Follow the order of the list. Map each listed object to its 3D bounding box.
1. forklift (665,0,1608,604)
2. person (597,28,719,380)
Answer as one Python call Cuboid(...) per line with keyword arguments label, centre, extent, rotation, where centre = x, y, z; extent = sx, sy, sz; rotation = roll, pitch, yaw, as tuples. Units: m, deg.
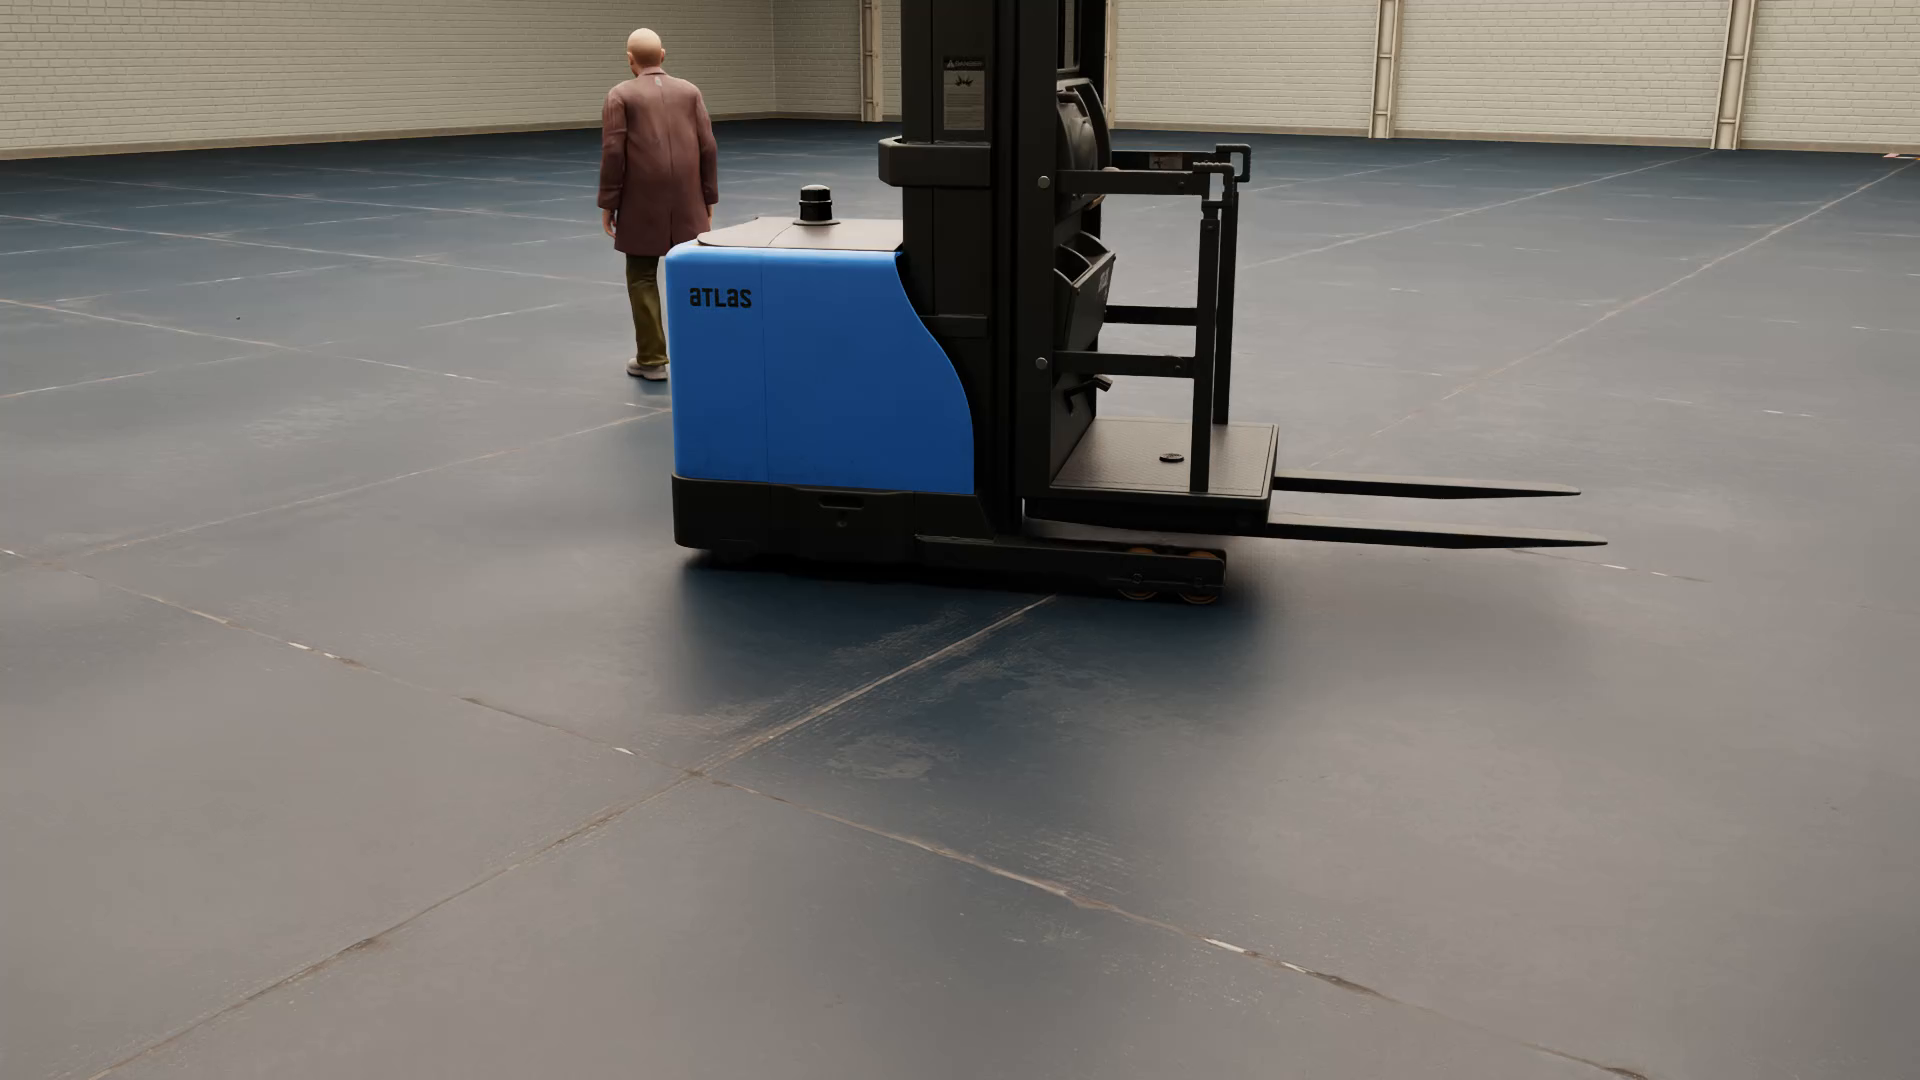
Cuboid(label="forklift", centre=(0.595, -1.367, 5.404), extent=(3.031, 2.935, 1.130), rotation=(4, 17, 12))
Cuboid(label="person", centre=(-1.565, -1.733, 8.648), extent=(0.653, 1.774, 0.430), rotation=(-9, 19, -27))
